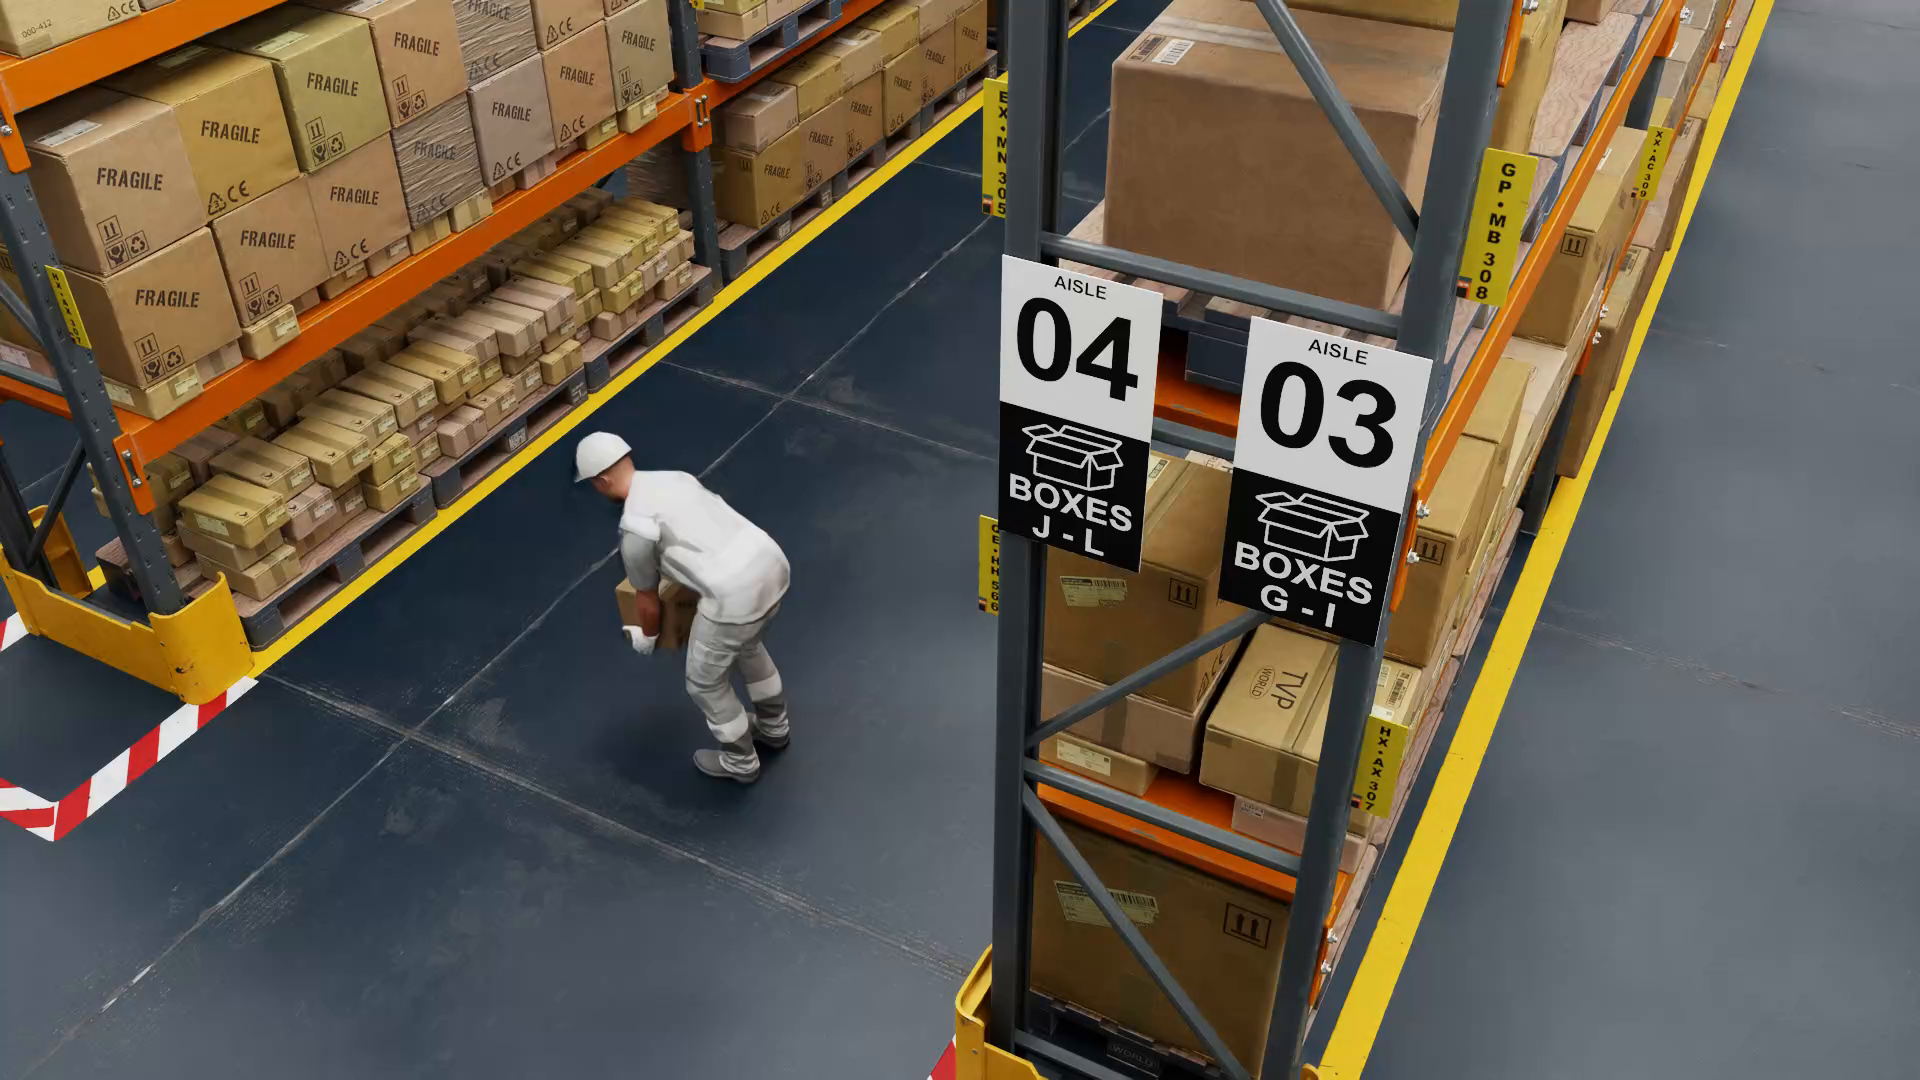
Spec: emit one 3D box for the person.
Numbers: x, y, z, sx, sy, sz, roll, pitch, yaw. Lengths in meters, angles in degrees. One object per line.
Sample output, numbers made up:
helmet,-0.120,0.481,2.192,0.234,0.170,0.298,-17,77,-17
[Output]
person,-1.087,0.262,6.647,0.858,1.472,0.482,17,41,20
